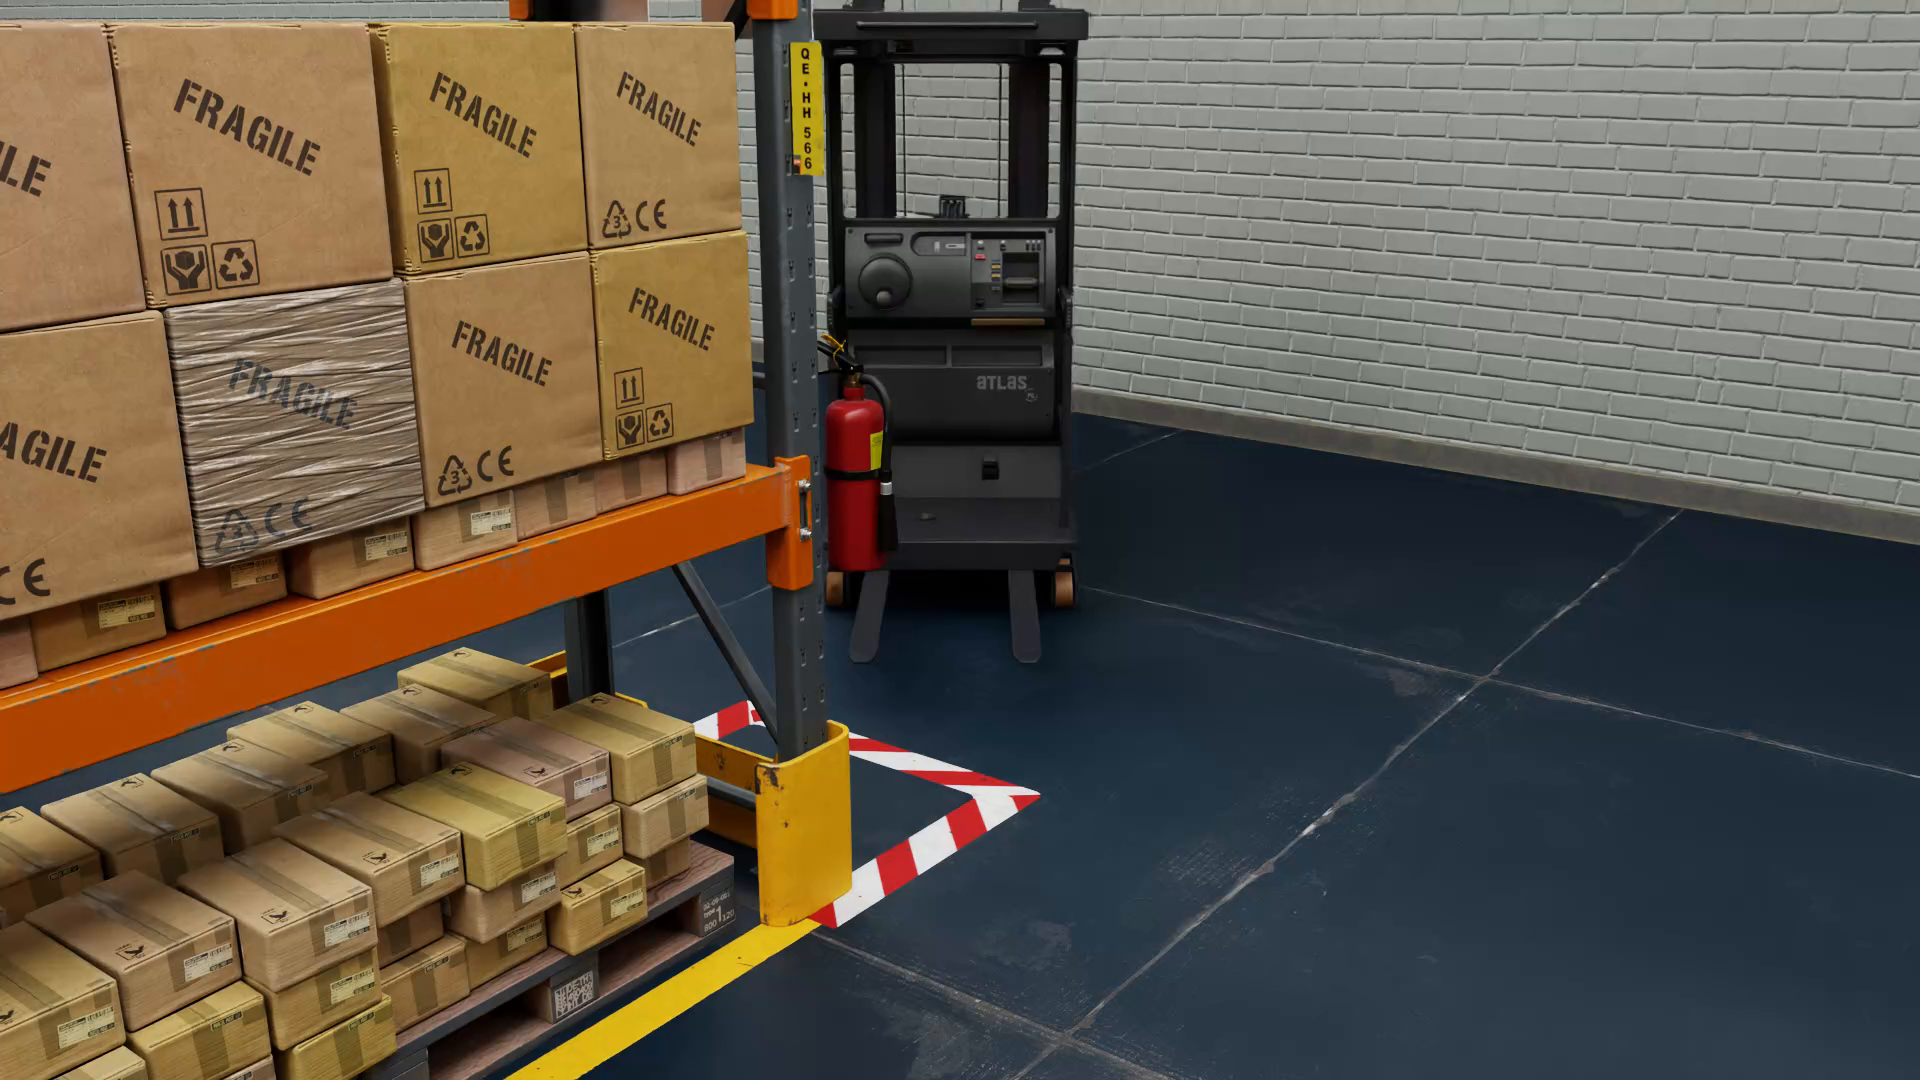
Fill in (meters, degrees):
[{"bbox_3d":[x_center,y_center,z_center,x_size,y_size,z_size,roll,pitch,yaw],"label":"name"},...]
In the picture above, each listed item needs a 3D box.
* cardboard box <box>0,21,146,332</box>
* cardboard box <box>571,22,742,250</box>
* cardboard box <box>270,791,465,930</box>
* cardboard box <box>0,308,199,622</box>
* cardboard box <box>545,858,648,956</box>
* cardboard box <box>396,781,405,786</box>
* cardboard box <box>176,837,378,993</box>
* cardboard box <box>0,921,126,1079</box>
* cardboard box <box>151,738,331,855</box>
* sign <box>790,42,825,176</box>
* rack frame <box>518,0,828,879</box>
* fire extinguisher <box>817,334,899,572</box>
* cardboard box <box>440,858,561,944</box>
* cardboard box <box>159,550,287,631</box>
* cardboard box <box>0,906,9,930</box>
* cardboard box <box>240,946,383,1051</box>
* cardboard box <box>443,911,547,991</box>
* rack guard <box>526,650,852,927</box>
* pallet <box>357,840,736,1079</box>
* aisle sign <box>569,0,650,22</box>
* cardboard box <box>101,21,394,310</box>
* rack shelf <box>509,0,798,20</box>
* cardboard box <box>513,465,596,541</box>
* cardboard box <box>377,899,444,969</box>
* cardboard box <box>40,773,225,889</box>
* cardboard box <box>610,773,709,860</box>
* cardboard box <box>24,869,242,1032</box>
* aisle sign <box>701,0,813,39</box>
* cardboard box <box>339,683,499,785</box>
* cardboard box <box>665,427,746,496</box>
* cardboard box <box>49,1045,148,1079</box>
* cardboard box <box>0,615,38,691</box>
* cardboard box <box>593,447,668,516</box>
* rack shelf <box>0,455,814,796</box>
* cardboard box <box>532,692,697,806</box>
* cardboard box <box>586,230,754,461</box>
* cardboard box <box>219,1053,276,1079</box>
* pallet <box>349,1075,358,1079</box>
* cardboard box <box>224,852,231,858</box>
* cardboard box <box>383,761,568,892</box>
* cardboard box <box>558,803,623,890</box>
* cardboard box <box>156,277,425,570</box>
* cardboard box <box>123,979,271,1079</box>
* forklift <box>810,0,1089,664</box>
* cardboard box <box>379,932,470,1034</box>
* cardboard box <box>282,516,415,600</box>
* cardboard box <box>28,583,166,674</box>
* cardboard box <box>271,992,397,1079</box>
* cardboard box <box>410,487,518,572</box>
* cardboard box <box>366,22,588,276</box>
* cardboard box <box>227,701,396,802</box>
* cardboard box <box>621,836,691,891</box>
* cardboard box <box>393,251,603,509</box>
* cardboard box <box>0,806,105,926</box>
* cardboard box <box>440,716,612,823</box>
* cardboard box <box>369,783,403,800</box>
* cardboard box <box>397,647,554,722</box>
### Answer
[{"bbox_3d":[-1.810,-0.631,2.863,0.500,0.500,0.500,12,21,33],"label":"cardboard box"},{"bbox_3d":[-0.893,-1.004,4.063,0.500,0.500,0.500,12,21,34],"label":"cardboard box"},{"bbox_3d":[-1.385,0.742,3.892,0.380,0.149,0.250,11,21,33],"label":"cardboard box"},{"bbox_3d":[-1.792,-0.166,3.050,0.500,0.500,0.500,14,22,37],"label":"cardboard box"},{"bbox_3d":[-1.038,0.913,4.346,0.380,0.149,0.250,13,22,36],"label":"cardboard box"},{"bbox_3d":[-1.547,0.664,4.646,0.380,0.149,0.250,12,21,34],"label":"cardboard box"},{"bbox_3d":[-1.501,0.816,3.654,0.380,0.149,0.250,13,22,37],"label":"cardboard box"},{"bbox_3d":[-1.880,0.927,3.298,0.380,0.149,0.250,13,21,35],"label":"cardboard box"},{"bbox_3d":[-1.807,0.650,4.189,0.380,0.149,0.250,11,20,32],"label":"cardboard box"},{"bbox_3d":[-0.386,-1.091,4.213,0.100,0.325,0.005,12,21,35],"label":"sign"},{"bbox_3d":[-0.820,-0.490,4.763,1.000,3.000,0.127,12,21,35],"label":"rack frame"},{"bbox_3d":[-0.299,-0.253,4.760,0.296,0.674,0.183,12,21,35],"label":"fire extinguisher"},{"bbox_3d":[-1.214,0.829,4.113,0.380,0.149,0.250,11,21,32],"label":"cardboard box"},{"bbox_3d":[-1.626,0.049,3.452,0.380,0.149,0.250,11,21,32],"label":"cardboard box"},{"bbox_3d":[-2.246,0.846,3.559,0.380,0.149,0.250,12,21,35],"label":"cardboard box"},{"bbox_3d":[-1.512,0.955,3.708,0.380,0.149,0.250,13,21,35],"label":"cardboard box"},{"bbox_3d":[-1.265,0.960,4.193,0.380,0.149,0.250,12,21,34],"label":"cardboard box"},{"bbox_3d":[-0.866,0.722,5.075,1.175,0.500,0.348,12,21,35],"label":"rack guard"},{"bbox_3d":[-1.378,1.047,4.515,1.003,0.211,1.213,12,21,35],"label":"pallet"},{"bbox_3d":[-1.018,-1.802,4.604,0.394,0.787,0.004,12,21,35],"label":"aisle sign"},{"bbox_3d":[-1.498,-0.758,3.271,0.500,0.500,0.500,14,22,37],"label":"cardboard box"},{"bbox_3d":[-2.012,-1.102,2.891,1.077,0.370,4.000,12,21,35],"label":"rack shelf"},{"bbox_3d":[-1.103,-0.127,4.019,0.380,0.149,0.250,12,21,34],"label":"cardboard box"},{"bbox_3d":[-1.456,0.875,3.965,0.380,0.149,0.250,12,21,34],"label":"cardboard box"},{"bbox_3d":[-1.980,0.714,3.982,0.380,0.149,0.250,13,22,37],"label":"cardboard box"},{"bbox_3d":[-0.905,0.705,4.512,0.380,0.149,0.250,12,21,33],"label":"cardboard box"},{"bbox_3d":[-1.747,0.859,3.515,0.380,0.149,0.250,12,21,33],"label":"cardboard box"},{"bbox_3d":[-0.536,-1.696,4.263,0.394,0.787,0.004,12,21,35],"label":"aisle sign"},{"bbox_3d":[-1.473,0.539,4.547,0.380,0.149,0.250,13,21,36],"label":"cardboard box"},{"bbox_3d":[-0.787,-0.242,4.389,0.380,0.149,0.250,12,21,35],"label":"cardboard box"},{"bbox_3d":[-1.821,1.083,3.295,0.380,0.149,0.250,13,21,35],"label":"cardboard box"},{"bbox_3d":[-1.904,0.179,3.033,0.380,0.149,0.250,13,22,37],"label":"cardboard box"},{"bbox_3d":[-0.966,-0.190,4.220,0.380,0.149,0.250,12,21,35],"label":"cardboard box"},{"bbox_3d":[-2.012,0.330,3.336,1.077,0.370,4.000,12,21,35],"label":"rack shelf"},{"bbox_3d":[-0.932,0.558,4.485,0.380,0.149,0.250,13,21,35],"label":"cardboard box"},{"bbox_3d":[-0.881,-0.527,4.213,0.500,0.500,0.500,13,21,36],"label":"cardboard box"},{"bbox_3d":[-1.682,1.155,3.566,0.380,0.149,0.250,13,21,36],"label":"cardboard box"},{"bbox_3d":[-2.105,1.337,3.584,1.003,0.211,1.213,12,21,35],"label":"pallet"},{"bbox_3d":[-1.862,0.780,4.273,0.380,0.149,0.250,13,22,36],"label":"cardboard box"},{"bbox_3d":[-1.180,0.692,4.054,0.380,0.149,0.250,12,21,33],"label":"cardboard box"},{"bbox_3d":[-1.104,0.758,4.342,0.380,0.149,0.250,12,21,33],"label":"cardboard box"},{"bbox_3d":[-1.487,-0.283,3.427,0.500,0.500,0.500,13,21,35],"label":"cardboard box"},{"bbox_3d":[-1.680,1.013,3.522,0.380,0.149,0.250,14,22,37],"label":"cardboard box"},{"bbox_3d":[-0.041,-1.191,7.137,1.130,2.935,3.031,0,17,0],"label":"forklift"},{"bbox_3d":[-1.402,1.021,3.996,0.380,0.149,0.250,13,21,35],"label":"cardboard box"},{"bbox_3d":[-1.417,-0.005,3.625,0.380,0.149,0.250,11,21,32],"label":"cardboard box"},{"bbox_3d":[-1.771,0.115,3.239,0.380,0.149,0.250,13,21,36],"label":"cardboard box"},{"bbox_3d":[-1.503,1.093,3.765,0.380,0.149,0.250,11,21,32],"label":"cardboard box"},{"bbox_3d":[-1.236,-0.062,3.810,0.380,0.149,0.250,13,22,36],"label":"cardboard box"},{"bbox_3d":[-1.195,-0.883,3.675,0.500,0.500,0.500,12,21,33],"label":"cardboard box"},{"bbox_3d":[-1.726,0.576,4.427,0.380,0.149,0.250,12,21,35],"label":"cardboard box"},{"bbox_3d":[-0.966,0.833,4.601,0.380,0.149,0.250,13,21,36],"label":"cardboard box"},{"bbox_3d":[-1.192,-0.405,3.821,0.500,0.500,0.500,12,21,34],"label":"cardboard box"},{"bbox_3d":[-2.174,0.769,3.806,0.380,0.149,0.250,13,21,36],"label":"cardboard box"},{"bbox_3d":[-1.128,0.608,4.325,0.380,0.149,0.250,13,21,36],"label":"cardboard box"},{"bbox_3d":[-1.622,0.738,4.408,0.380,0.149,0.250,13,21,35],"label":"cardboard box"},{"bbox_3d":[-1.405,0.452,4.827,0.380,0.149,0.250,11,21,32],"label":"cardboard box"}]
